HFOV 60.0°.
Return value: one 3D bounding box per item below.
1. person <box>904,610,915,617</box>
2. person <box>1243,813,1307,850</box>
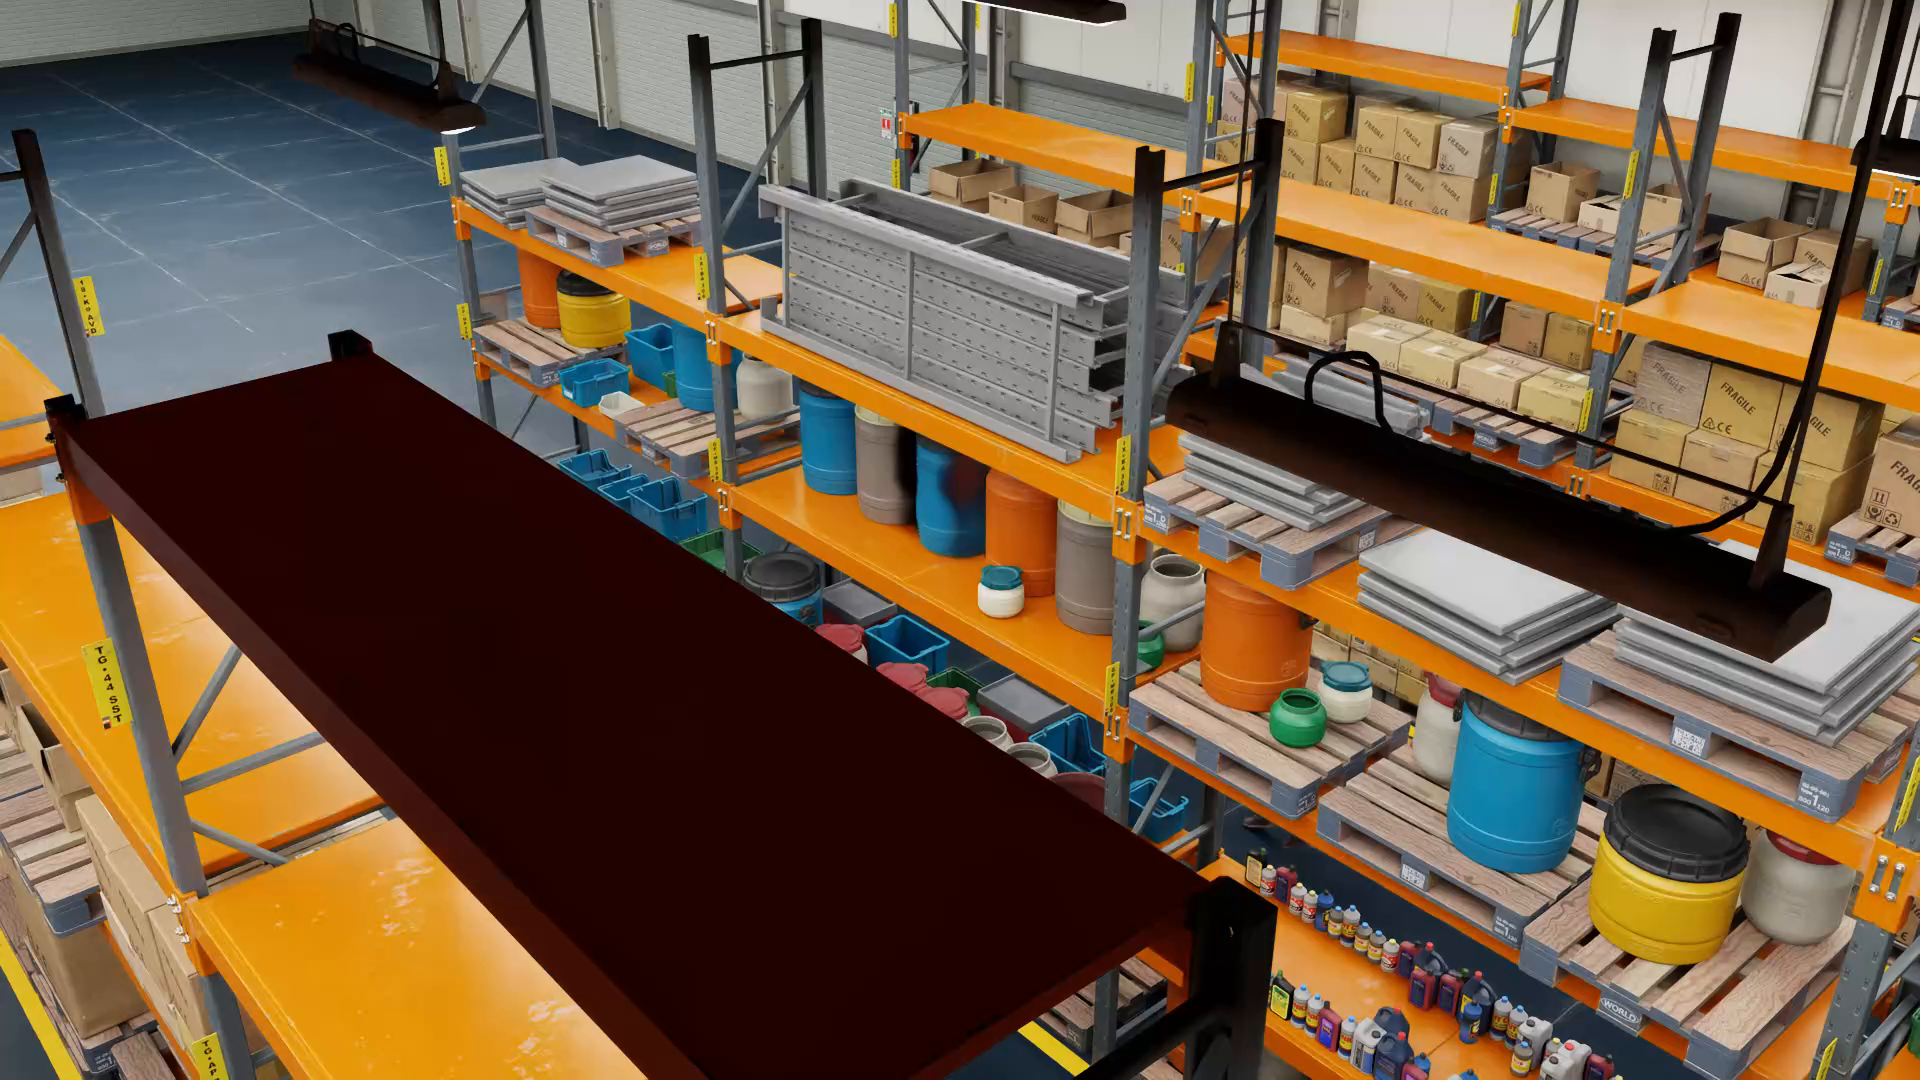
[{"bbox_3d":[-0.485,-0.136,16.002,0.450,1.774,0.548,-18,32,-31],"label":"person"},{"bbox_3d":[2.455,1.635,12.525,0.613,1.678,0.744,-19,33,-33],"label":"person"}]
